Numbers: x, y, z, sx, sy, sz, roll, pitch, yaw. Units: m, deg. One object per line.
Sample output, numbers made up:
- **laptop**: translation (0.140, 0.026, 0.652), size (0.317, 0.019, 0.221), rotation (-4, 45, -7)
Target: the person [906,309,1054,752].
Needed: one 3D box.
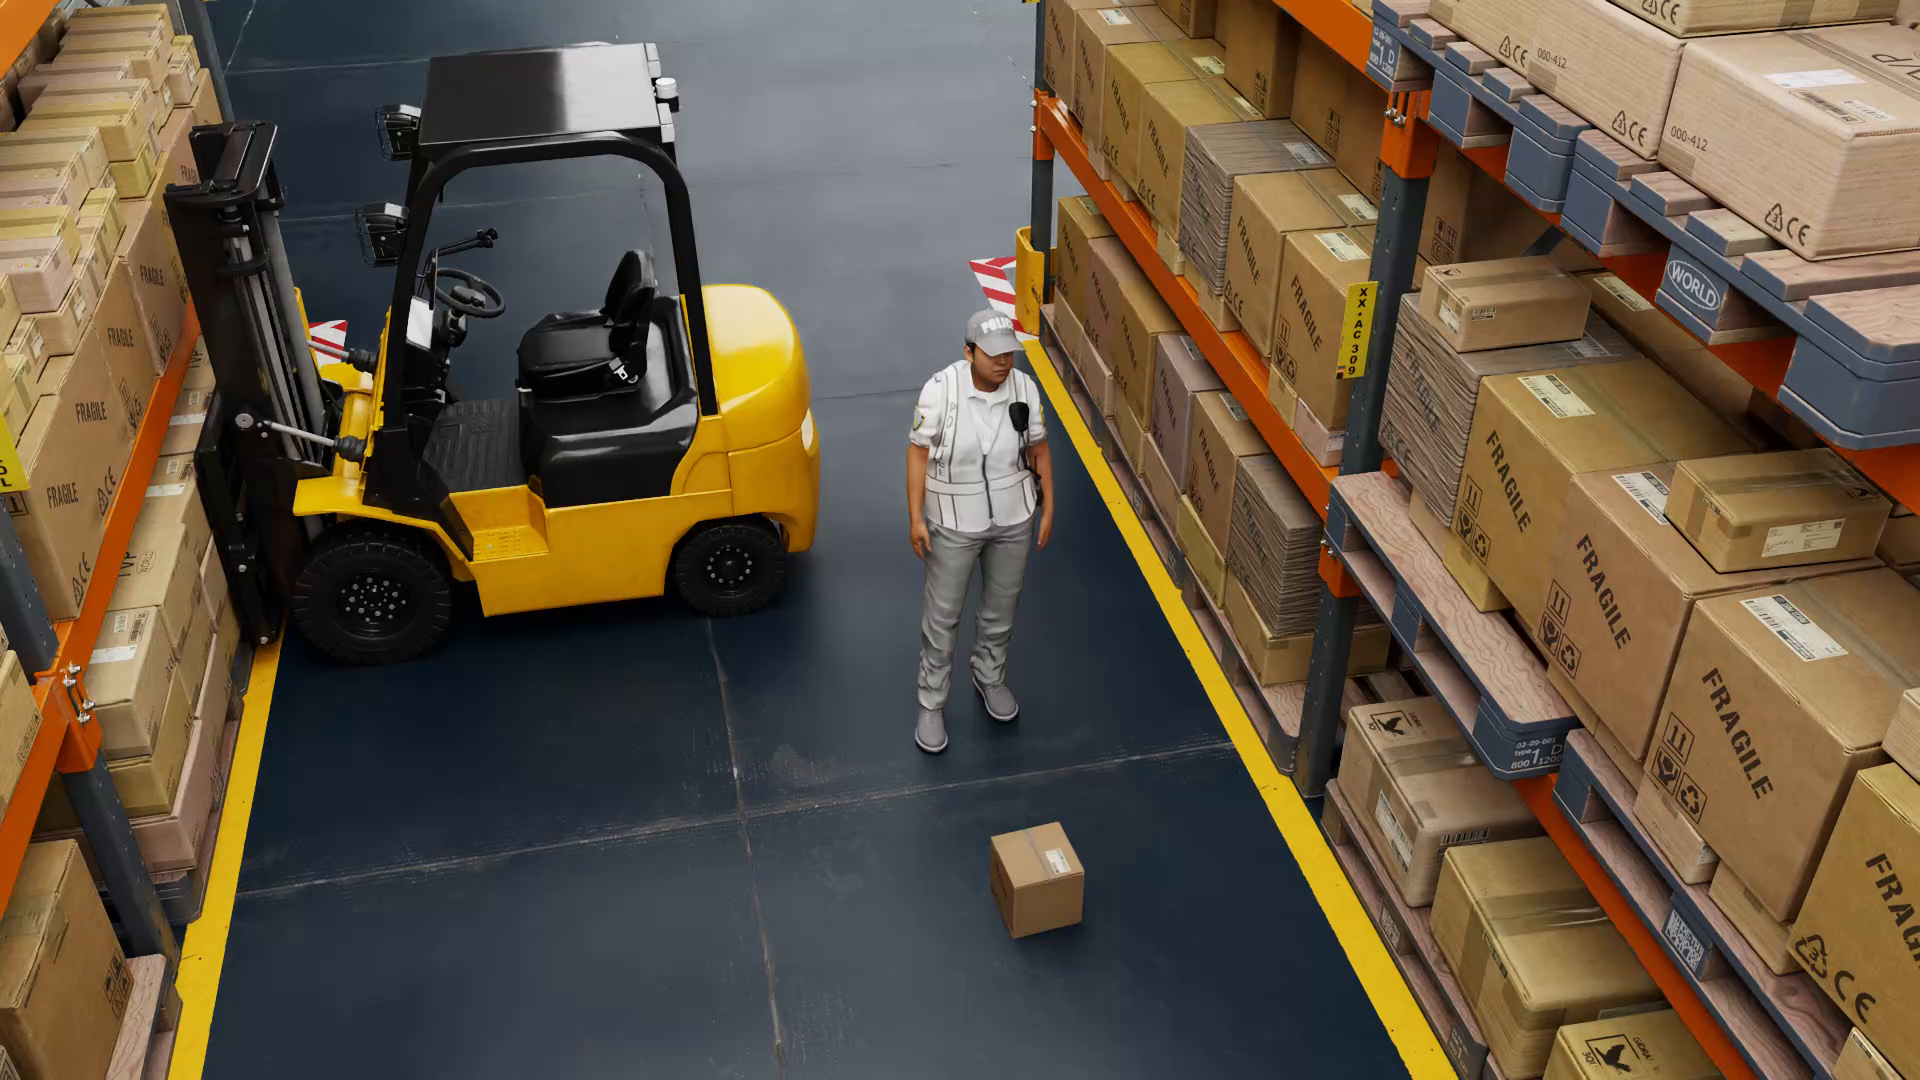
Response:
- **person**: translation (0.078, -0.039, 6.180), size (0.598, 1.670, 0.529), rotation (-8, 35, -11)
